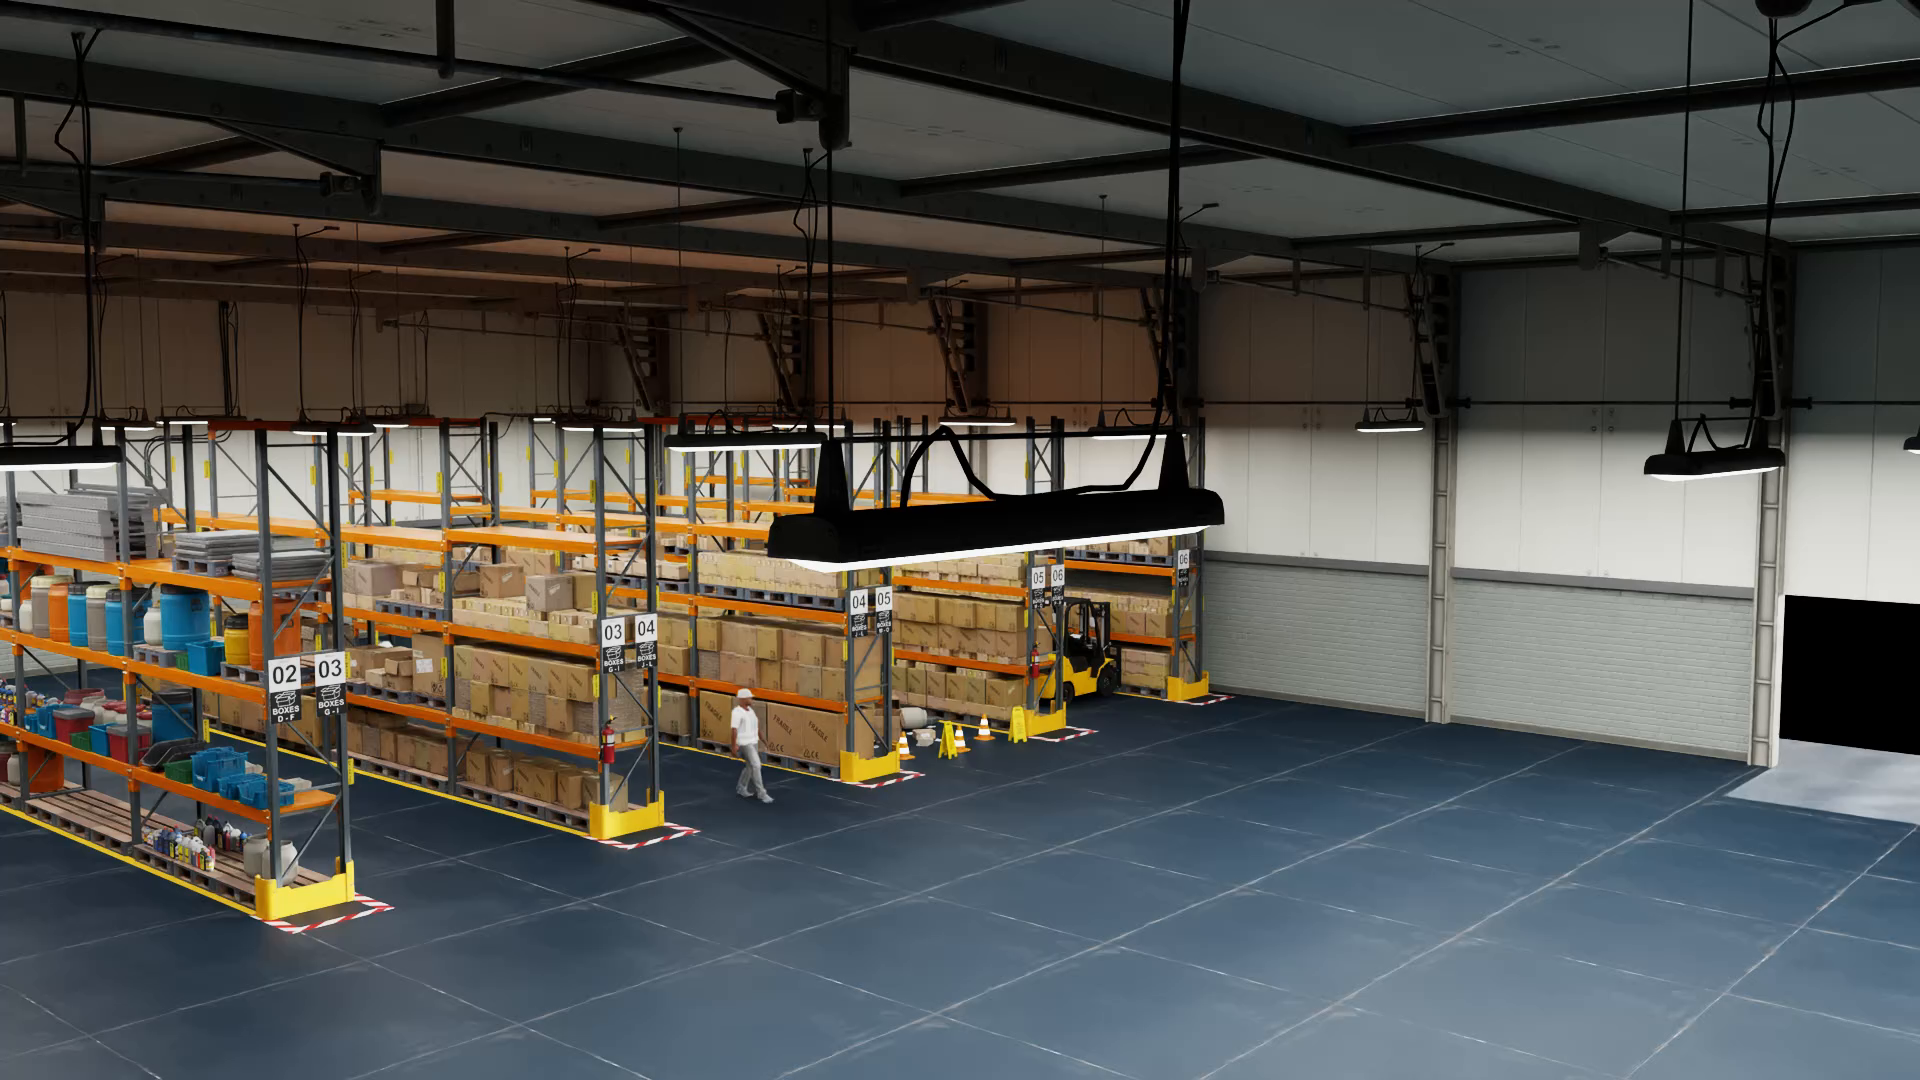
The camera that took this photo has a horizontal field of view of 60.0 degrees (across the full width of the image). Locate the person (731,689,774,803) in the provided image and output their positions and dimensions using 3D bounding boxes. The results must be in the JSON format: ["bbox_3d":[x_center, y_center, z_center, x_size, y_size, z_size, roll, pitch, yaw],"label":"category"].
[{"bbox_3d":[-3.266,3.265,26.547,0.782,1.765,0.600,2,5,18],"label":"person"}]

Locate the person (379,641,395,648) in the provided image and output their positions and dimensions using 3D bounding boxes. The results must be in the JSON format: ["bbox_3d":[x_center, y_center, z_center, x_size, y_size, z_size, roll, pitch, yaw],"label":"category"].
[{"bbox_3d":[-11.021,2.798,32.038,1.068,1.718,0.632,4,6,38],"label":"person"}]
